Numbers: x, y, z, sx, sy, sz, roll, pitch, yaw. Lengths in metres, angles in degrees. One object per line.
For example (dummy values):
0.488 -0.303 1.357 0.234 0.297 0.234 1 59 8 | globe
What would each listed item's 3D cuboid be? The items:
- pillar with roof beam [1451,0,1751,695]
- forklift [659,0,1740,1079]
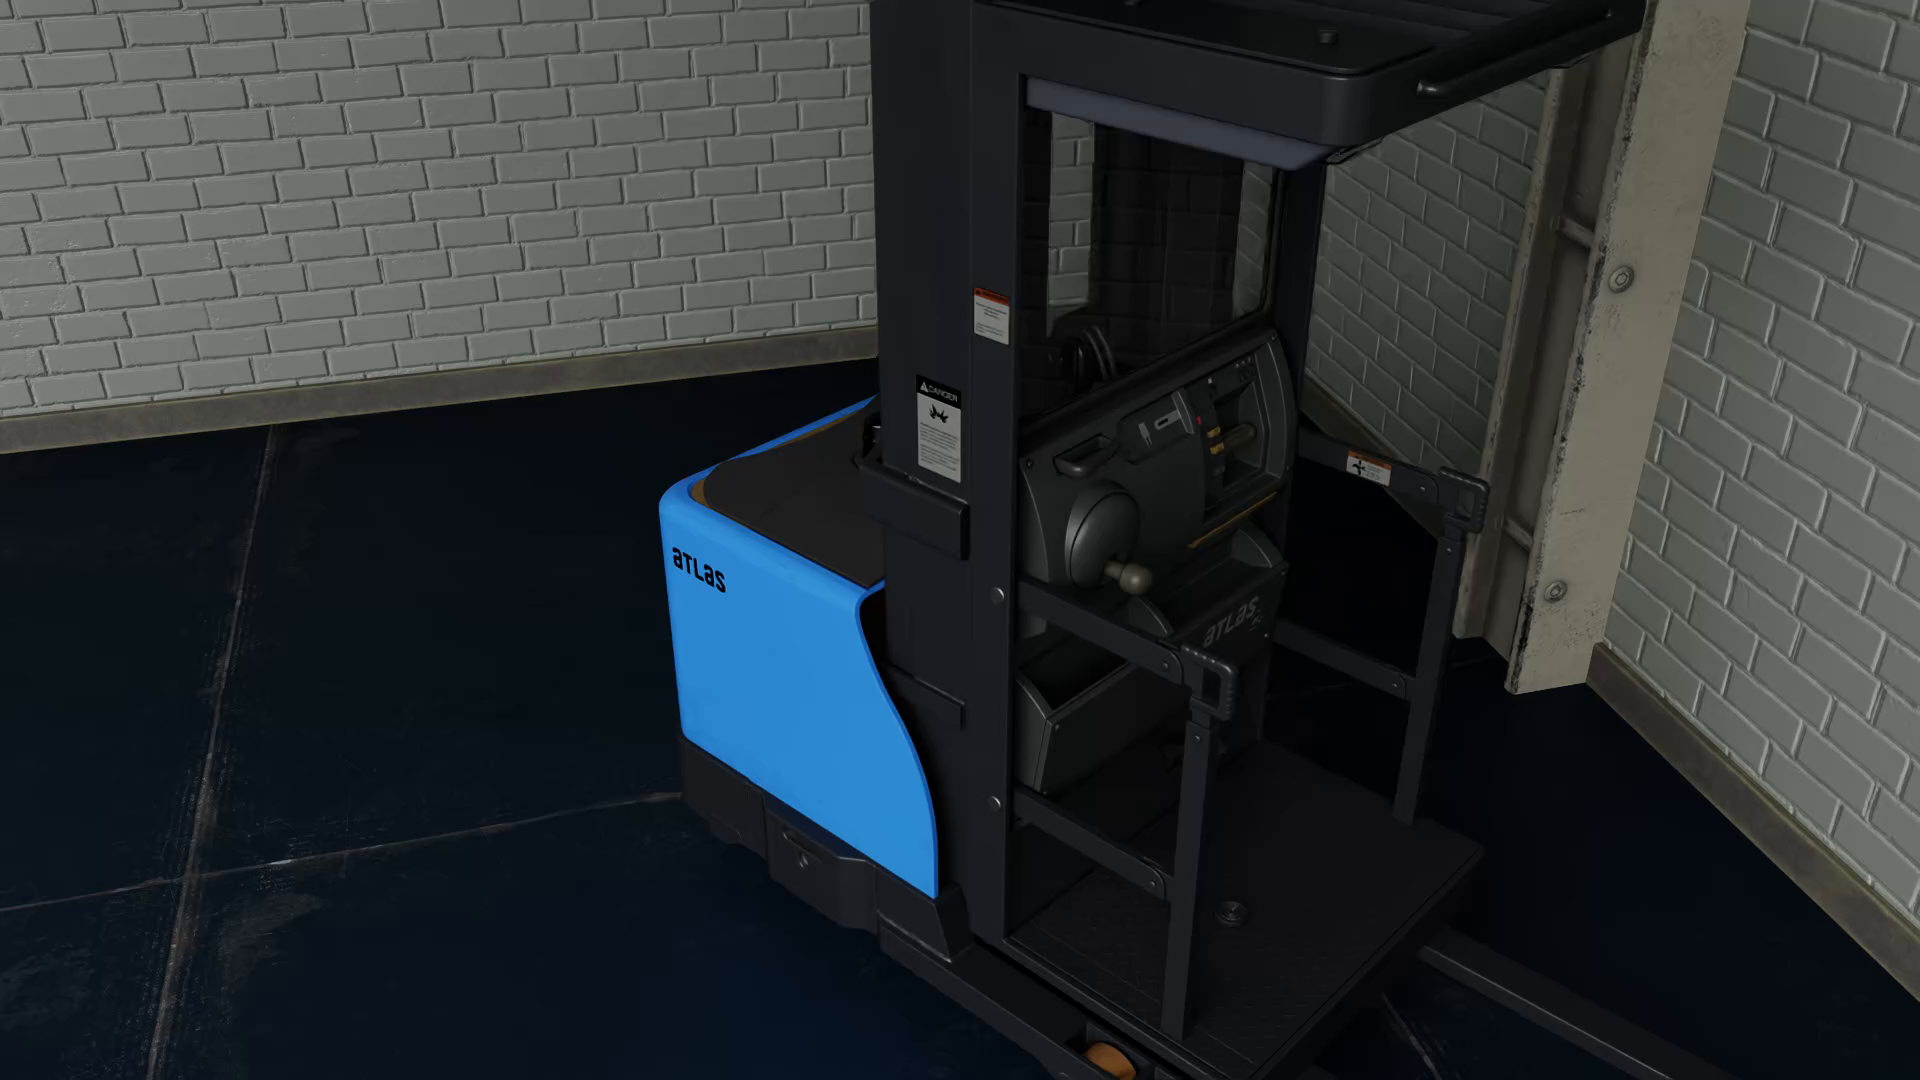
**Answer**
-2.268 -2.937 2.341 9.100 9.000 0.400 -8 31 -13 | pillar with roof beam
0.616 -0.146 3.576 3.031 2.935 1.130 25 38 36 | forklift
